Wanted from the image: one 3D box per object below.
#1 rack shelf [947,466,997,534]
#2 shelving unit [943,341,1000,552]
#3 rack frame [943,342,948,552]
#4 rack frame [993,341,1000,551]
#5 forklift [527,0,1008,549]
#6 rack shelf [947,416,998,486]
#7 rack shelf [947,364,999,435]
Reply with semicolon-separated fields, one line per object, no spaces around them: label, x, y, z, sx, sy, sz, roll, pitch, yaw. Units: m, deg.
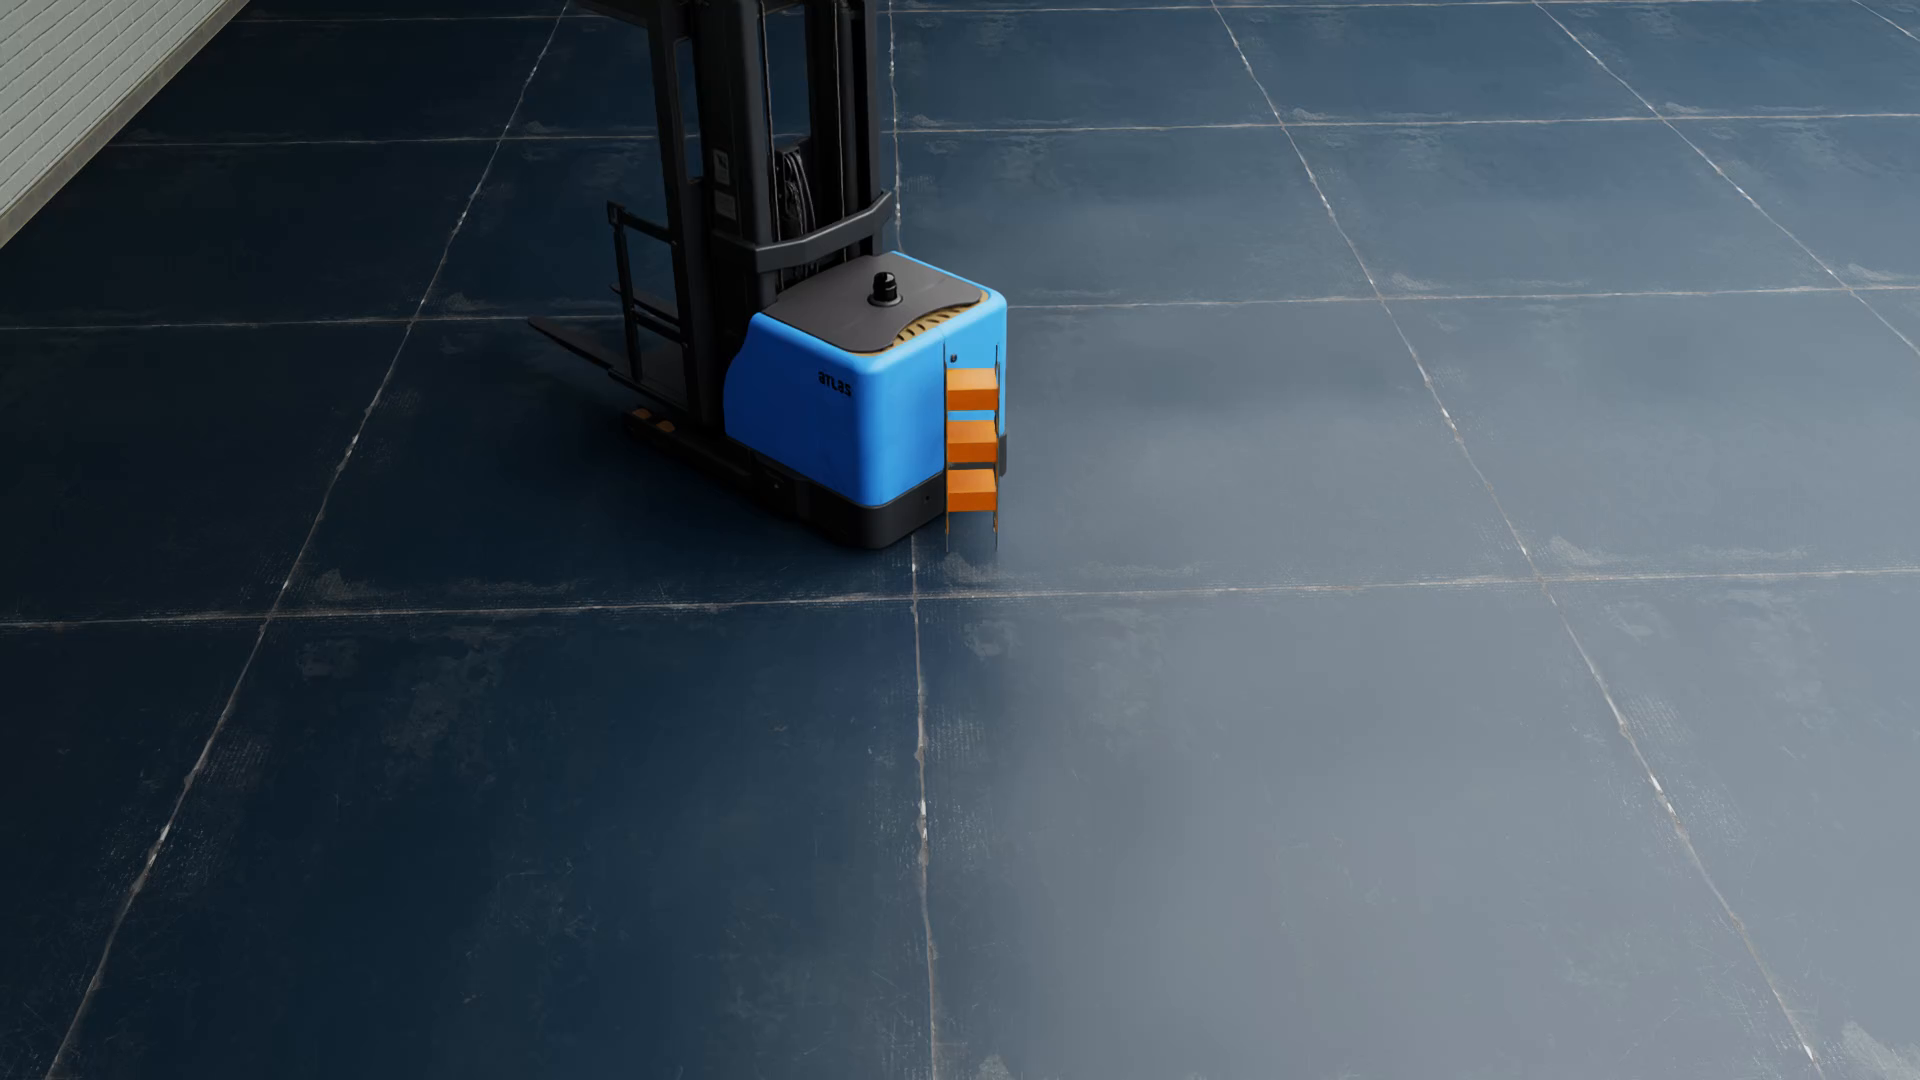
rack shelf;0.053;-0.196;8.118;0.240;0.259;0.215;-2;35;-2
shelving unit;0.053;-0.433;7.953;0.252;1.050;0.215;-2;35;-2
rack frame;-0.068;-0.430;7.949;0.008;1.050;0.200;-2;35;-2
rack frame;0.175;-0.436;7.958;0.008;1.050;0.200;-2;35;-2
forklift;-1.188;-1.875;8.384;3.031;2.935;1.130;27;43;33
rack shelf;0.053;-0.424;7.959;0.240;0.259;0.215;-2;35;-2
rack shelf;0.053;-0.658;7.798;0.240;0.259;0.215;-2;35;-2
